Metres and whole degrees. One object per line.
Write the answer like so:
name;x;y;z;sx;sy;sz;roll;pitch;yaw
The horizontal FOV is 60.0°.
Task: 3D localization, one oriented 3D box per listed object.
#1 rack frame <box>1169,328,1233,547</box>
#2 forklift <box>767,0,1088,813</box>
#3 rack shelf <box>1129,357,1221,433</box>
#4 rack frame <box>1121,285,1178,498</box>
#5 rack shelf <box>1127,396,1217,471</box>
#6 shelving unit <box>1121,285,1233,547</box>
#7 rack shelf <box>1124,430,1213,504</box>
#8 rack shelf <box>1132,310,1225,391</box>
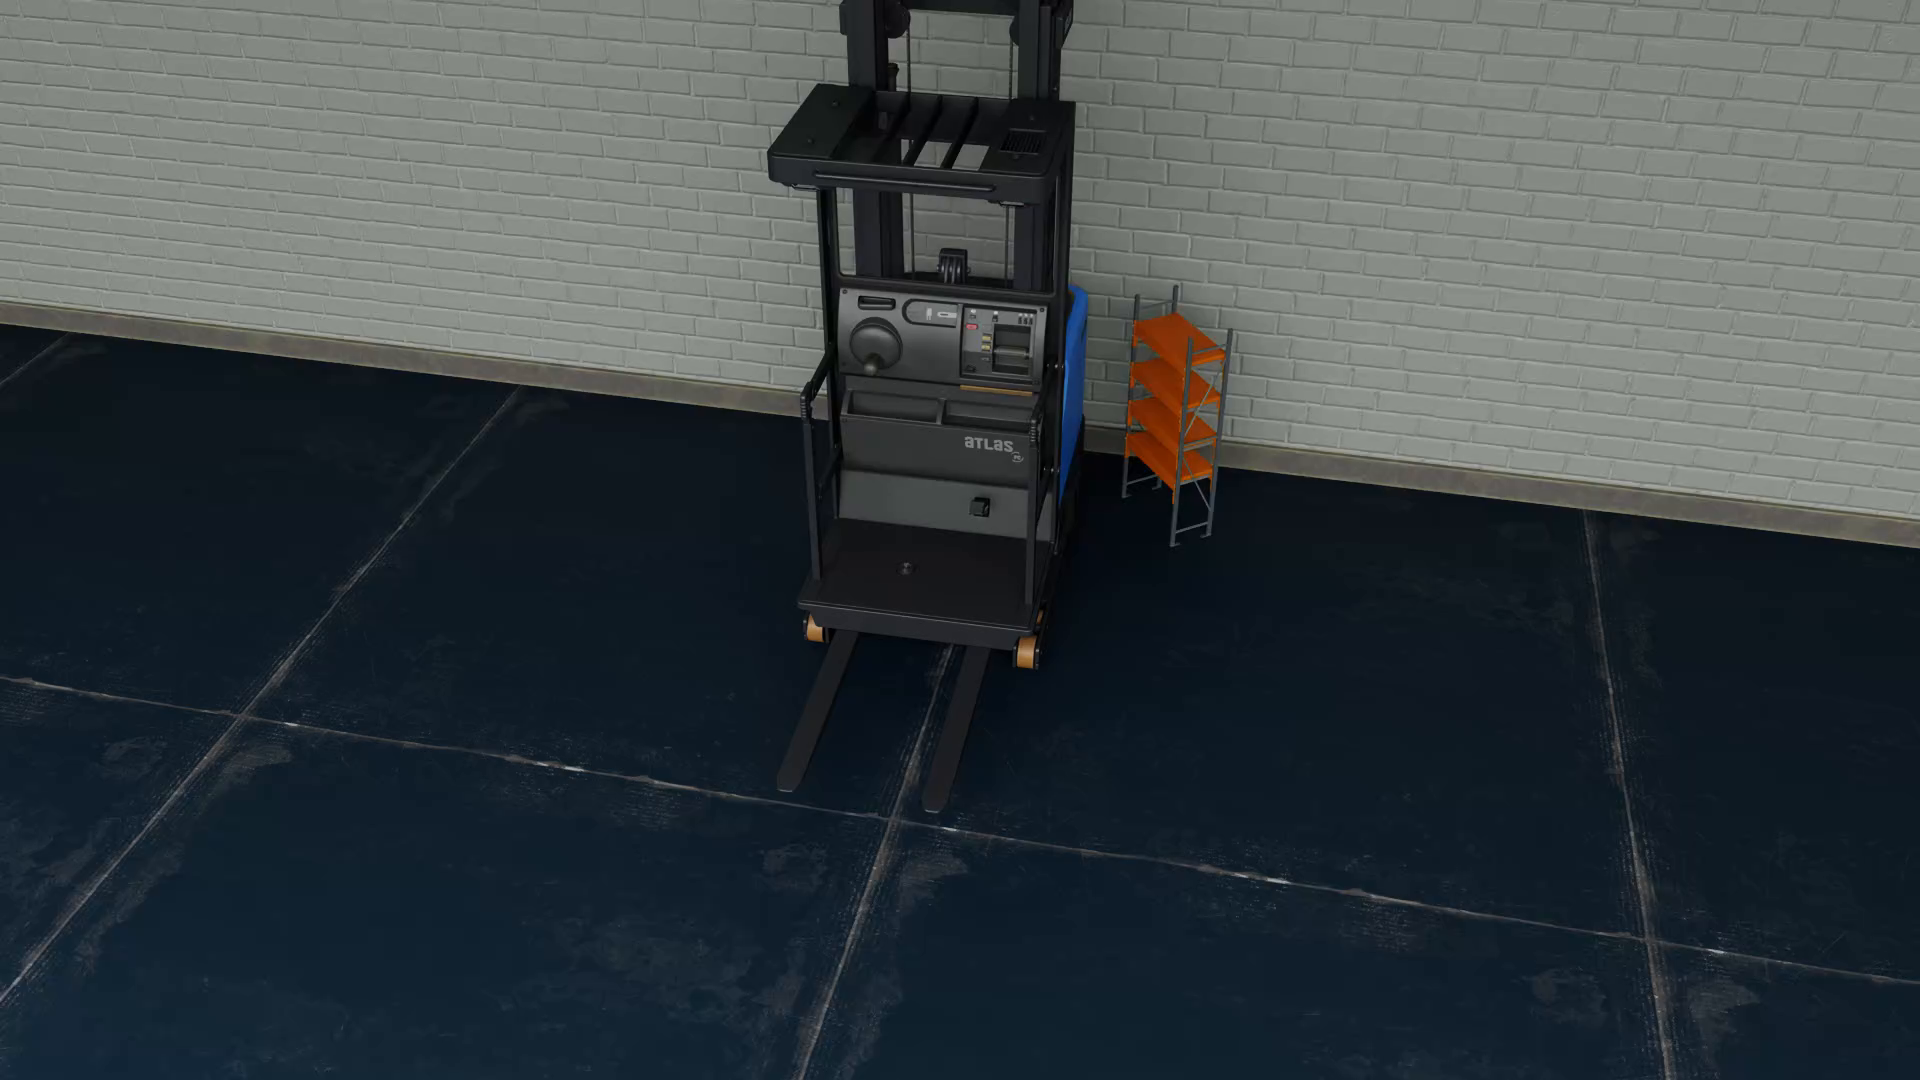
rack frame;1.179;-0.483;8.165;0.240;1.200;0.015;-16;39;-21
forklift;-0.120;-0.827;7.163;1.130;2.935;3.031;7;36;9
rack shelf;1.073;-0.739;8.251;0.258;0.148;0.480;-16;39;-21
rack frame;0.967;-0.741;8.521;0.240;1.200;0.015;-16;39;-21
rack shelf;1.073;-0.558;8.382;0.258;0.148;0.480;-16;39;-21
shelving unit;1.073;-0.612;8.343;0.258;1.200;0.503;-16;39;-21
rack shelf;1.073;-0.397;8.499;0.258;0.148;0.480;-16;39;-21
rack shelf;1.073;-0.931;8.112;0.258;0.148;0.480;-16;39;-21
